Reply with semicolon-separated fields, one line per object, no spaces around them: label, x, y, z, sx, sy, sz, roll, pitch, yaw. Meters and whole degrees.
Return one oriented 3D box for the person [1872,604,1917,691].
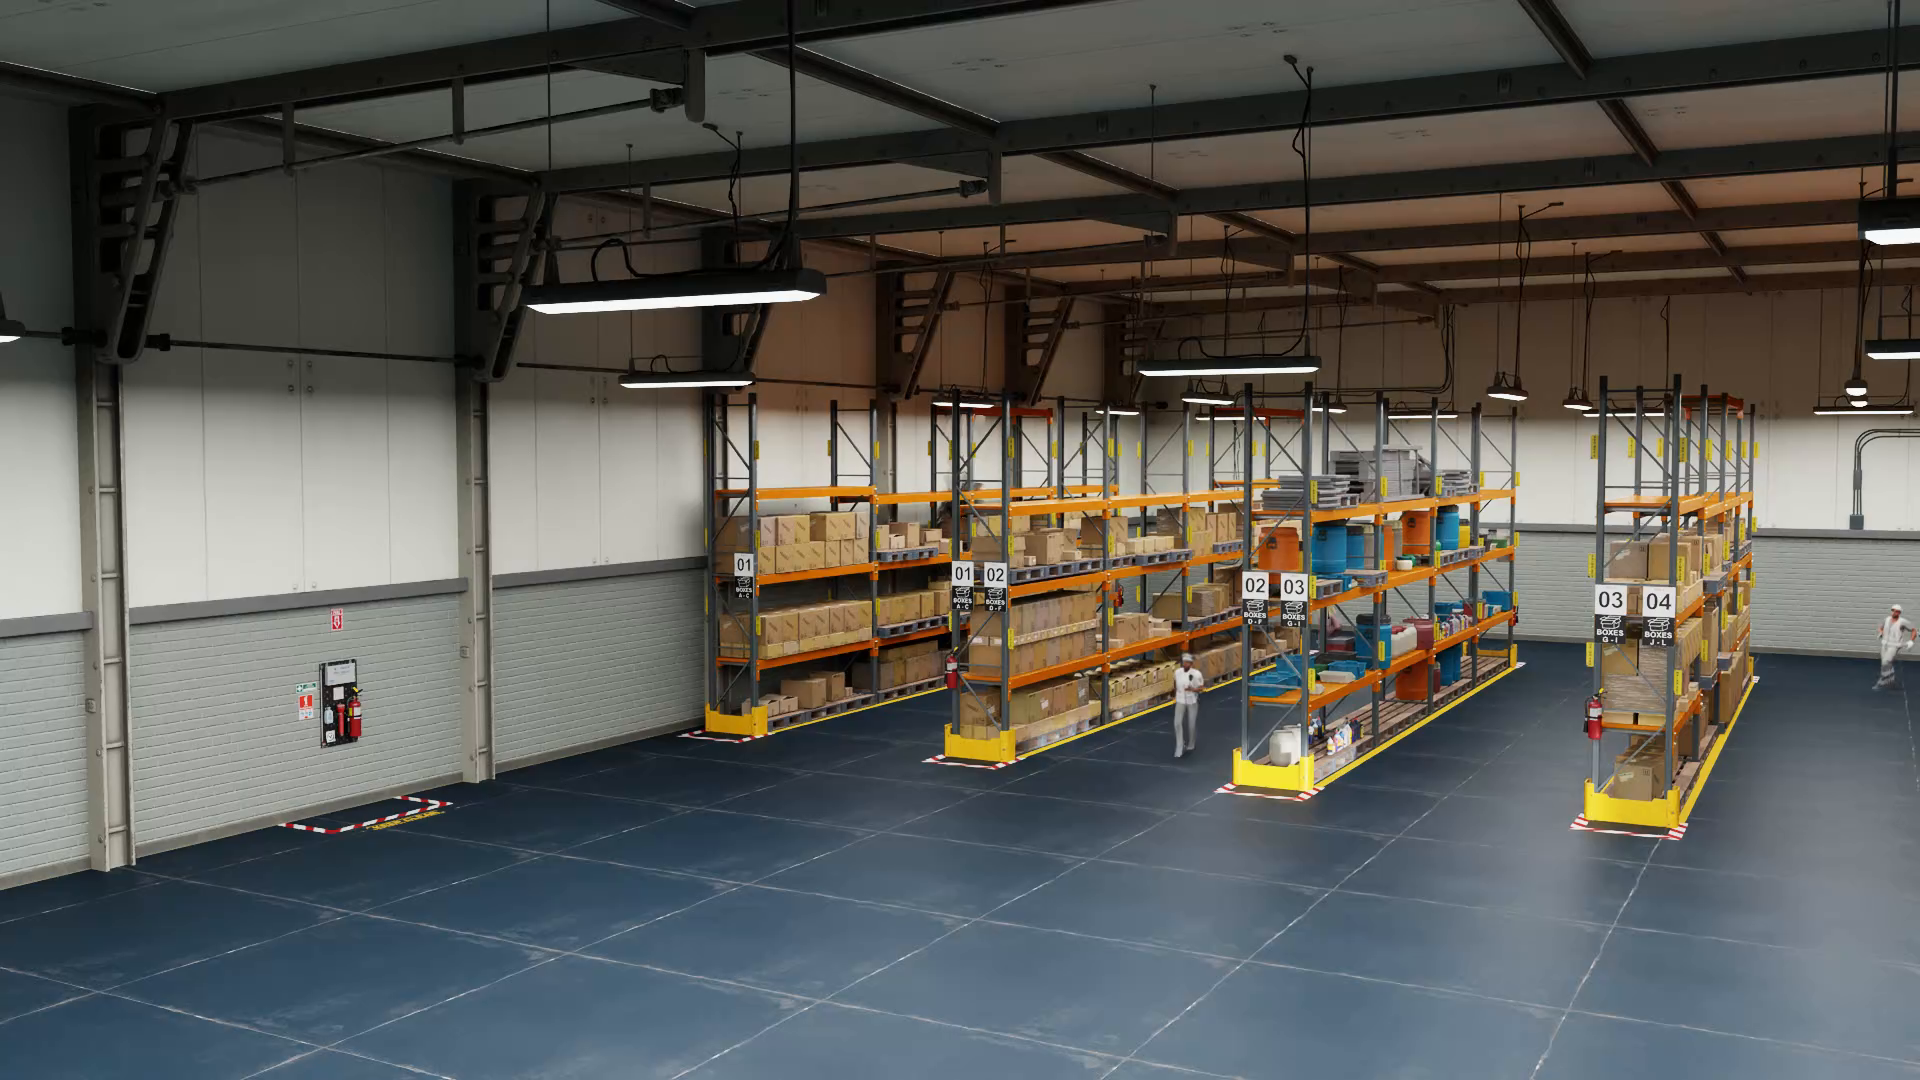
person;19.400;2.235;34.577;0.785;1.807;0.727;-1;3;-25

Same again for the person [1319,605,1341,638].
person;9.264;1.930;41.780;0.602;1.632;0.560;-2;4;-31

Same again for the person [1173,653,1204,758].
person;3.745;2.700;27.246;0.555;1.737;0.787;1;3;18
